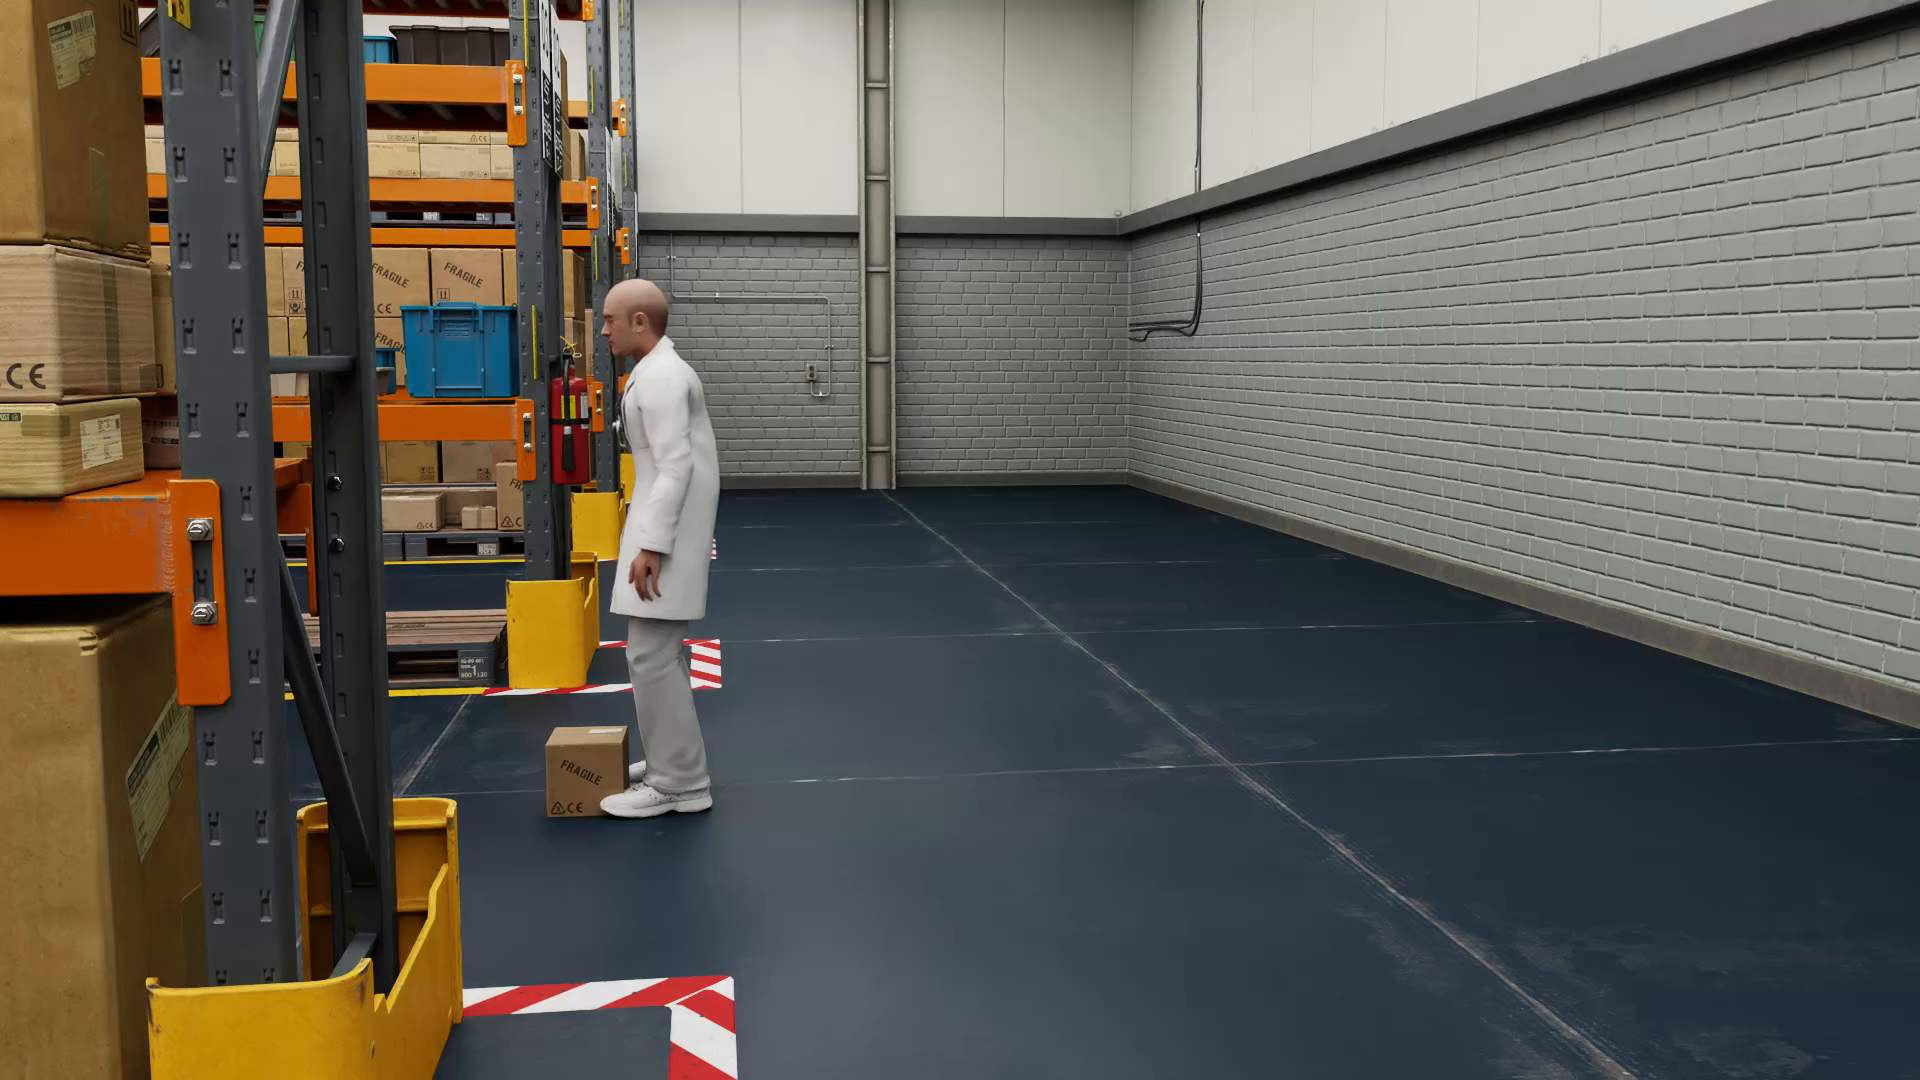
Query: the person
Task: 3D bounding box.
[{"bbox_3d":[-1.014,0.020,5.592,0.415,1.774,0.654,-1,6,-10],"label":"person"}]
